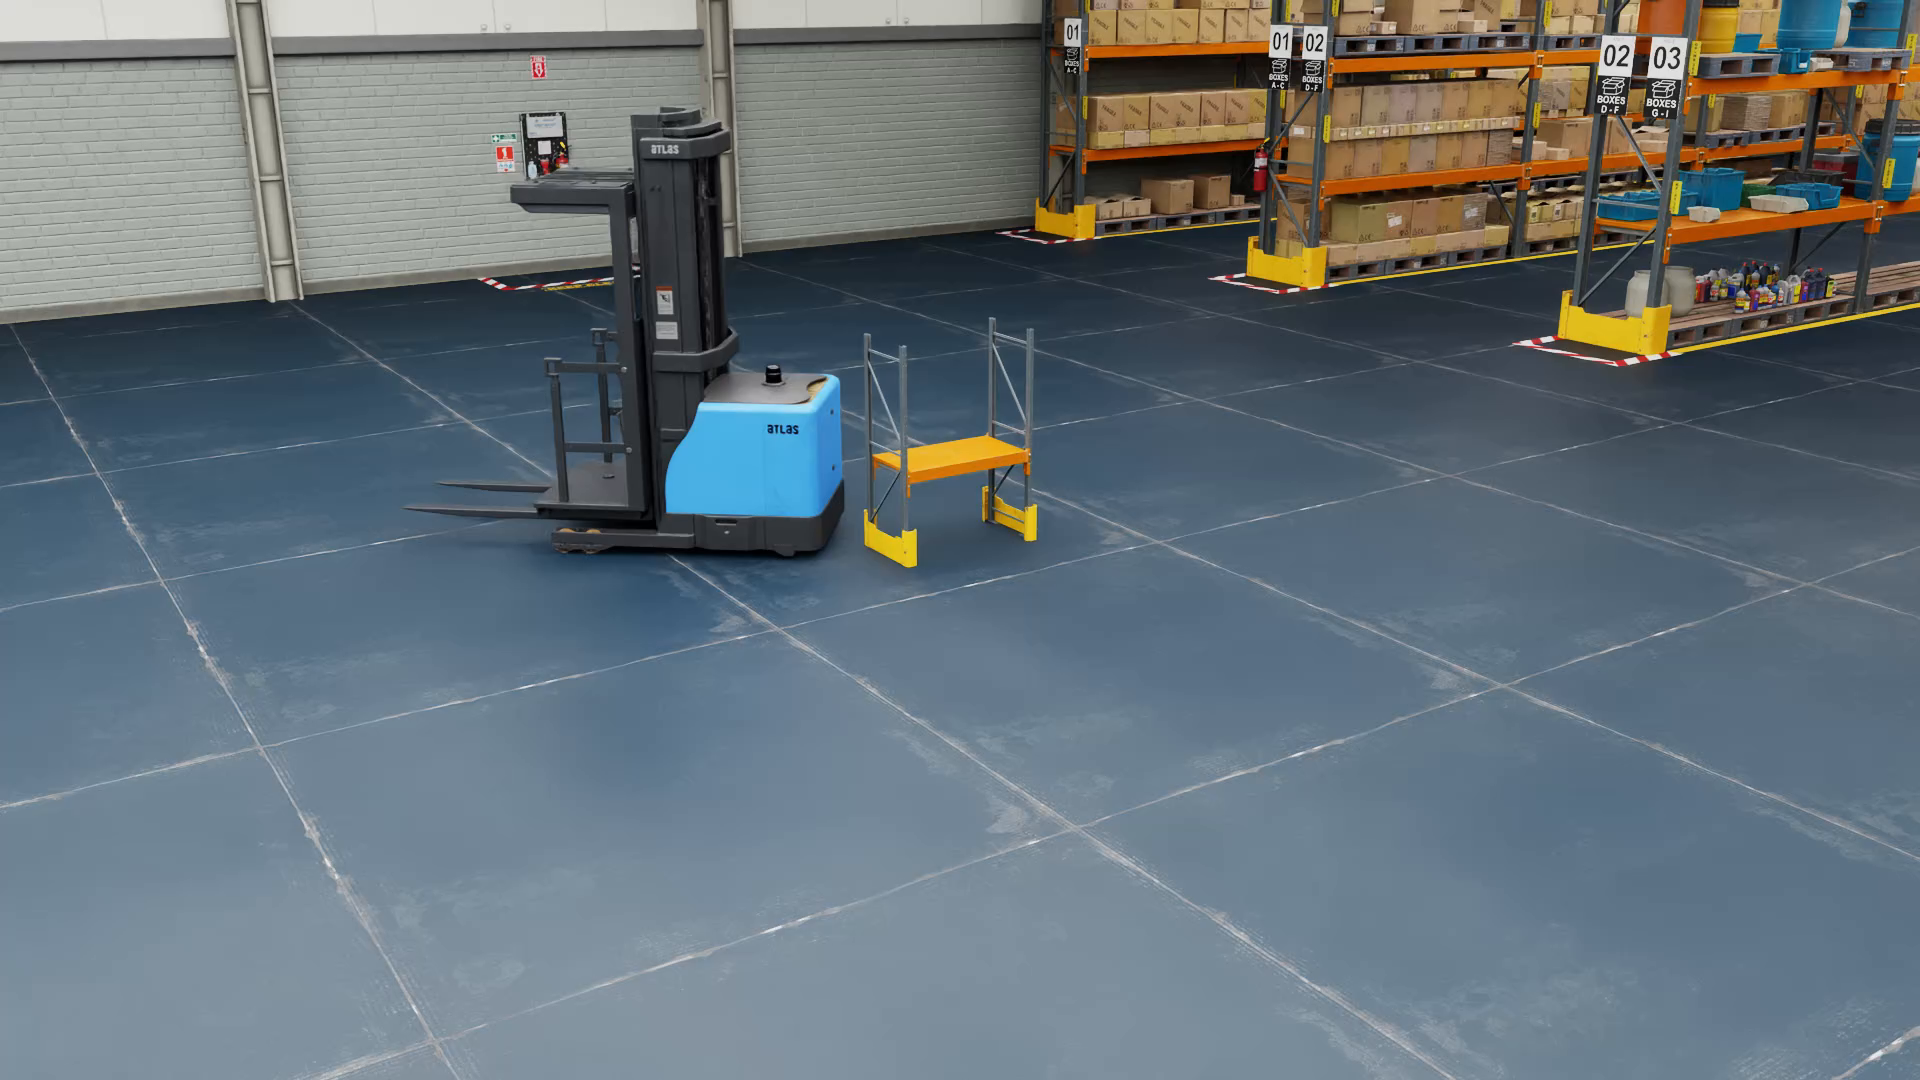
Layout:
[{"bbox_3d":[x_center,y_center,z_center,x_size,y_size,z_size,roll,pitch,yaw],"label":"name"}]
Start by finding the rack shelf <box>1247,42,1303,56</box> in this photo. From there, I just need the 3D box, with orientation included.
[{"bbox_3d":[6.570,-8.302,28.057,4.000,0.370,1.077,-12,22,-31],"label":"rack shelf"}]

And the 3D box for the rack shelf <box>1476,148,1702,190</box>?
[{"bbox_3d":[9.297,-5.556,24.620,4.000,0.370,1.077,-12,22,-31],"label":"rack shelf"}]

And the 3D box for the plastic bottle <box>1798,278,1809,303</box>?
[{"bbox_3d":[9.695,-2.877,19.125,0.133,0.283,0.061,-10,21,-28],"label":"plastic bottle"}]

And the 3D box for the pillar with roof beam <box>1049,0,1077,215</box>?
[{"bbox_3d":[4.035,-8.210,21.978,0.400,9.000,9.100,-12,22,-31],"label":"pillar with roof beam"}]

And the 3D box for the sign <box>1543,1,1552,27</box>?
[{"bbox_3d":[7.933,-7.100,22.449,0.005,0.325,0.100,-12,22,-31],"label":"sign"}]

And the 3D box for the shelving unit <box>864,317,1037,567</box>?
[{"bbox_3d":[-0.064,-0.697,11.465,1.083,1.500,0.587,-12,22,-31],"label":"shelving unit"}]

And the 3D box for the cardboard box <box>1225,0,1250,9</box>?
[{"bbox_3d":[4.175,-8.560,25.949,0.500,0.500,0.500,-11,21,-28],"label":"cardboard box"}]

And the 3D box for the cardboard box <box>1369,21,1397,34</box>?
[{"bbox_3d":[5.366,-6.568,21.322,0.250,0.149,0.380,-12,22,-31],"label":"cardboard box"}]

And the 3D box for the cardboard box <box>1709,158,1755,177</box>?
[{"bbox_3d":[12.516,-6.049,26.999,0.500,0.250,0.500,-12,22,-32],"label":"cardboard box"}]

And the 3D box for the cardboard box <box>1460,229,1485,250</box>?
[{"bbox_3d":[6.937,-4.216,23.169,0.500,0.250,0.500,-12,22,-31],"label":"cardboard box"}]

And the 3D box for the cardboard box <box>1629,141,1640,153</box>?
[{"bbox_3d":[9.933,-5.891,24.878,0.250,0.149,0.380,-10,21,-27],"label":"cardboard box"}]

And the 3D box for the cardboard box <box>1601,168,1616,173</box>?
[{"bbox_3d":[12.262,-7.397,32.190,0.500,0.500,0.700,-12,22,-31],"label":"cardboard box"}]

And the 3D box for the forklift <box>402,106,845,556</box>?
[{"bbox_3d":[-2.395,-1.459,11.484,3.031,2.935,1.130,2,19,6],"label":"forklift"}]

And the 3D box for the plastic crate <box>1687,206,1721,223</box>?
[{"bbox_3d":[7.931,-3.461,17.712,0.250,0.136,0.298,-12,22,-31],"label":"plastic crate"}]

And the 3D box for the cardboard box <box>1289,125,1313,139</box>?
[{"bbox_3d":[4.500,-5.313,21.609,0.250,0.149,0.380,-12,22,-32],"label":"cardboard box"}]

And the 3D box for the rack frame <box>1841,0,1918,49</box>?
[{"bbox_3d":[10.348,-7.061,18.581,0.127,3.000,1.000,-12,22,-31],"label":"rack frame"}]

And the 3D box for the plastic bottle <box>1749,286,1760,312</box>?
[{"bbox_3d":[8.892,-2.707,18.624,0.133,0.283,0.061,-11,22,-31],"label":"plastic bottle"}]

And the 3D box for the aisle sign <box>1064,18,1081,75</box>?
[{"bbox_3d":[1.663,-7.303,24.605,0.004,0.787,0.394,-12,22,-31],"label":"aisle sign"}]

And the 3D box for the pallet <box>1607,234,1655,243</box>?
[{"bbox_3d":[10.258,-4.794,25.595,1.213,0.211,1.003,-12,22,-31],"label":"pallet"}]

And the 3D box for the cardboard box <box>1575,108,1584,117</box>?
[{"bbox_3d":[11.454,-8.034,31.185,0.250,0.149,0.380,-12,22,-31],"label":"cardboard box"}]

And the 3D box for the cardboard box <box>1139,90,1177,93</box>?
[{"bbox_3d":[3.111,-6.865,26.400,0.500,0.500,0.500,-12,22,-31],"label":"cardboard box"}]

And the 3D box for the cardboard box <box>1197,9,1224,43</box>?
[{"bbox_3d":[3.742,-7.999,25.850,0.500,0.500,0.500,-13,23,-33],"label":"cardboard box"}]

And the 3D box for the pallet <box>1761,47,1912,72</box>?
[{"bbox_3d":[9.799,-5.398,18.638,1.003,0.211,1.213,-12,22,-31],"label":"pallet"}]

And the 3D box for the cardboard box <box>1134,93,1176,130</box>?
[{"bbox_3d":[2.976,-6.636,25.722,0.500,0.500,0.500,-13,22,-33],"label":"cardboard box"}]

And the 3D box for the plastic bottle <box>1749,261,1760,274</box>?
[{"bbox_3d":[9.445,-3.142,19.803,0.185,0.351,0.144,-11,22,-30],"label":"plastic bottle"}]

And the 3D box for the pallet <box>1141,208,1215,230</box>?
[{"bbox_3d":[3.338,-5.204,26.809,1.213,0.211,1.003,-12,22,-31],"label":"pallet"}]

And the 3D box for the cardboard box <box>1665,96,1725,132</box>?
[{"bbox_3d":[11.431,-6.637,25.881,0.700,0.500,0.500,14,23,35],"label":"cardboard box"}]

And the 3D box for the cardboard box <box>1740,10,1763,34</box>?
[{"bbox_3d":[11.739,-7.894,25.570,0.500,0.500,0.910,-12,22,-31],"label":"cardboard box"}]

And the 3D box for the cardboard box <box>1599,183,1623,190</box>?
[{"bbox_3d":[9.934,-5.303,25.509,0.500,0.311,0.500,-13,22,-33],"label":"cardboard box"}]

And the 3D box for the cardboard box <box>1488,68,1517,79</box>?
[{"bbox_3d":[9.625,-8.322,29.854,0.500,0.250,0.500,-12,22,-31],"label":"cardboard box"}]

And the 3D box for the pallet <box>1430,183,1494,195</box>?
[{"bbox_3d":[8.940,-6.372,30.262,1.213,0.211,1.003,-12,22,-31],"label":"pallet"}]

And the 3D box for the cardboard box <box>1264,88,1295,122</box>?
[{"bbox_3d":[5.343,-7.206,27.532,0.500,0.500,0.700,-12,22,-31],"label":"cardboard box"}]

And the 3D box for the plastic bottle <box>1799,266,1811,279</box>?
[{"bbox_3d":[9.889,-3.021,19.446,0.185,0.351,0.144,-12,22,-31],"label":"plastic bottle"}]

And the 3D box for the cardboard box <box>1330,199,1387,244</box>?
[{"bbox_3d":[5.273,-4.216,21.997,0.500,0.500,0.500,-12,22,-31],"label":"cardboard box"}]

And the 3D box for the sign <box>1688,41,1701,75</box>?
[{"bbox_3d":[7.306,-4.792,16.538,0.005,0.325,0.100,-12,22,-31],"label":"sign"}]

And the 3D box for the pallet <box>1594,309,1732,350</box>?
[{"bbox_3d":[7.726,-2.361,18.400,1.213,0.211,1.003,-12,22,-31],"label":"pallet"}]

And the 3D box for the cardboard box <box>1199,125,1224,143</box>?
[{"bbox_3d":[3.838,-6.465,26.387,0.500,0.250,0.500,-12,22,-32],"label":"cardboard box"}]

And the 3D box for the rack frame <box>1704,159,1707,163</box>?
[{"bbox_3d":[14.921,-8.983,33.632,0.127,3.000,1.000,-12,22,-31],"label":"rack frame"}]

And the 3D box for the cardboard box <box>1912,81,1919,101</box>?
[{"bbox_3d":[16.147,-7.755,28.284,0.500,0.500,0.500,-11,22,-30],"label":"cardboard box"}]

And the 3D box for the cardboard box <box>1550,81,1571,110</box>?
[{"bbox_3d":[10.913,-8.235,30.768,0.500,0.500,0.500,-12,22,-31],"label":"cardboard box"}]

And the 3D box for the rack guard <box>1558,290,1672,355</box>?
[{"bbox_3d":[7.045,-2.357,17.935,0.348,0.500,1.175,-12,22,-31],"label":"rack guard"}]

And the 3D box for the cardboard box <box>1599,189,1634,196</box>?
[{"bbox_3d":[9.812,-5.072,24.826,0.500,0.311,0.500,-12,22,-32],"label":"cardboard box"}]

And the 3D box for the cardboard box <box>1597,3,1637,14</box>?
[{"bbox_3d":[12.303,-9.926,31.160,0.500,0.250,0.500,-12,22,-32],"label":"cardboard box"}]

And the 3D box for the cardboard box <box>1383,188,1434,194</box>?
[{"bbox_3d":[6.232,-4.622,23.201,0.500,0.500,0.500,-12,22,-31],"label":"cardboard box"}]

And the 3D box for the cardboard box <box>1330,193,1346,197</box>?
[{"bbox_3d":[6.357,-6.211,28.649,0.500,0.500,0.700,-12,22,-31],"label":"cardboard box"}]

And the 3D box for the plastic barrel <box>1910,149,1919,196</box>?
[{"bbox_3d":[11.267,-4.394,19.845,0.433,0.535,0.433,0,19,0],"label":"plastic barrel"}]

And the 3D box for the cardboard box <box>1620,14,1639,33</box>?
[{"bbox_3d":[9.708,-7.509,24.166,0.500,0.250,0.500,-12,22,-32],"label":"cardboard box"}]

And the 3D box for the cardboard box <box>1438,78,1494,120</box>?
[{"bbox_3d":[6.838,-6.038,22.739,0.500,0.500,0.700,-12,22,-32],"label":"cardboard box"}]

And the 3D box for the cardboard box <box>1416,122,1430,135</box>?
[{"bbox_3d":[6.016,-5.477,22.093,0.250,0.149,0.380,-12,22,-31],"label":"cardboard box"}]

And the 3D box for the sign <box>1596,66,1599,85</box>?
[{"bbox_3d":[11.887,-8.646,30.951,0.005,0.325,0.100,-12,22,-31],"label":"sign"}]

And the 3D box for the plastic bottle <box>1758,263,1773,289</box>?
[{"bbox_3d":[9.525,-3.103,19.689,0.185,0.351,0.144,-12,22,-31],"label":"plastic bottle"}]
